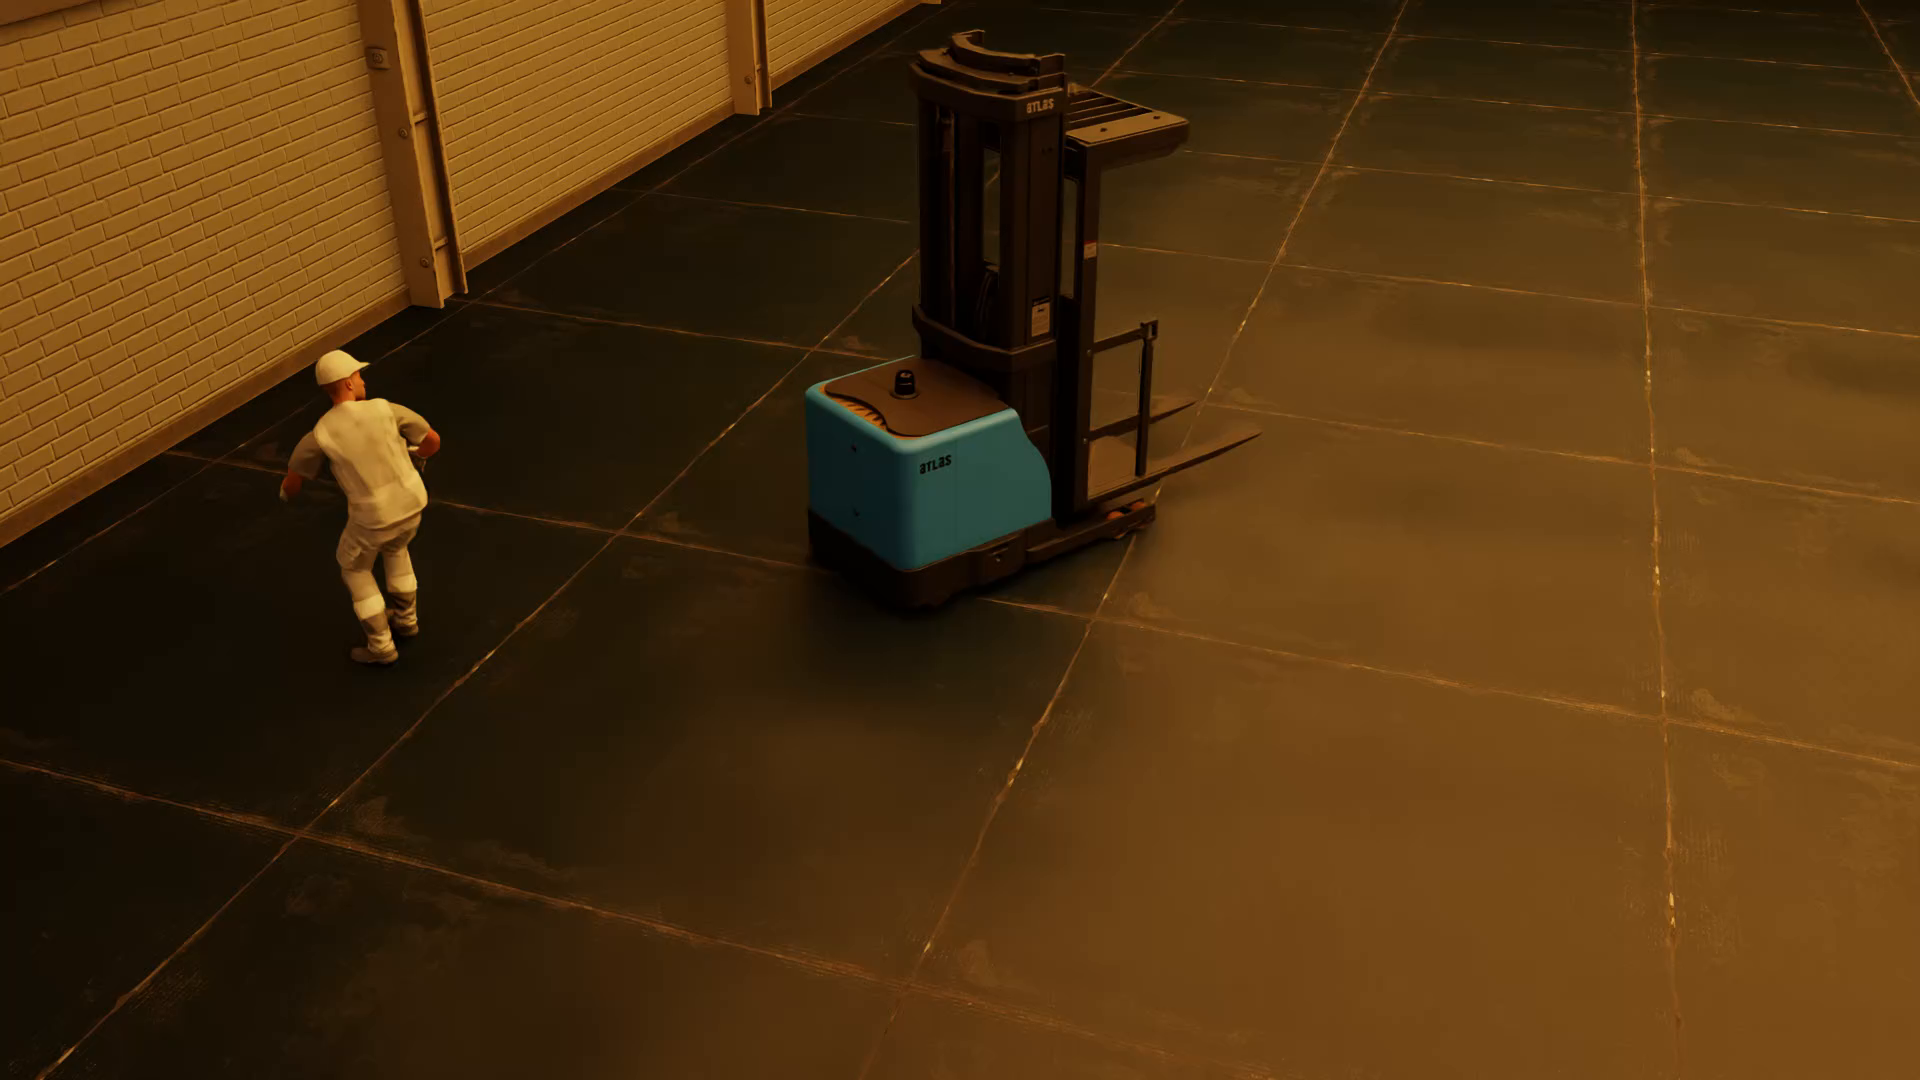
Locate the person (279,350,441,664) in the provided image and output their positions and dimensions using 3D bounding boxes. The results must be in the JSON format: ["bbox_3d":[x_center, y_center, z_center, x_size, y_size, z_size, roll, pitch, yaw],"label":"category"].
[{"bbox_3d":[-3.129,-0.197,8.751,0.784,1.722,0.675,-24,38,-36],"label":"person"}]

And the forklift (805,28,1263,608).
[{"bbox_3d":[0.580,-1.469,9.713,3.031,2.935,1.130,-21,36,-32],"label":"forklift"}]
